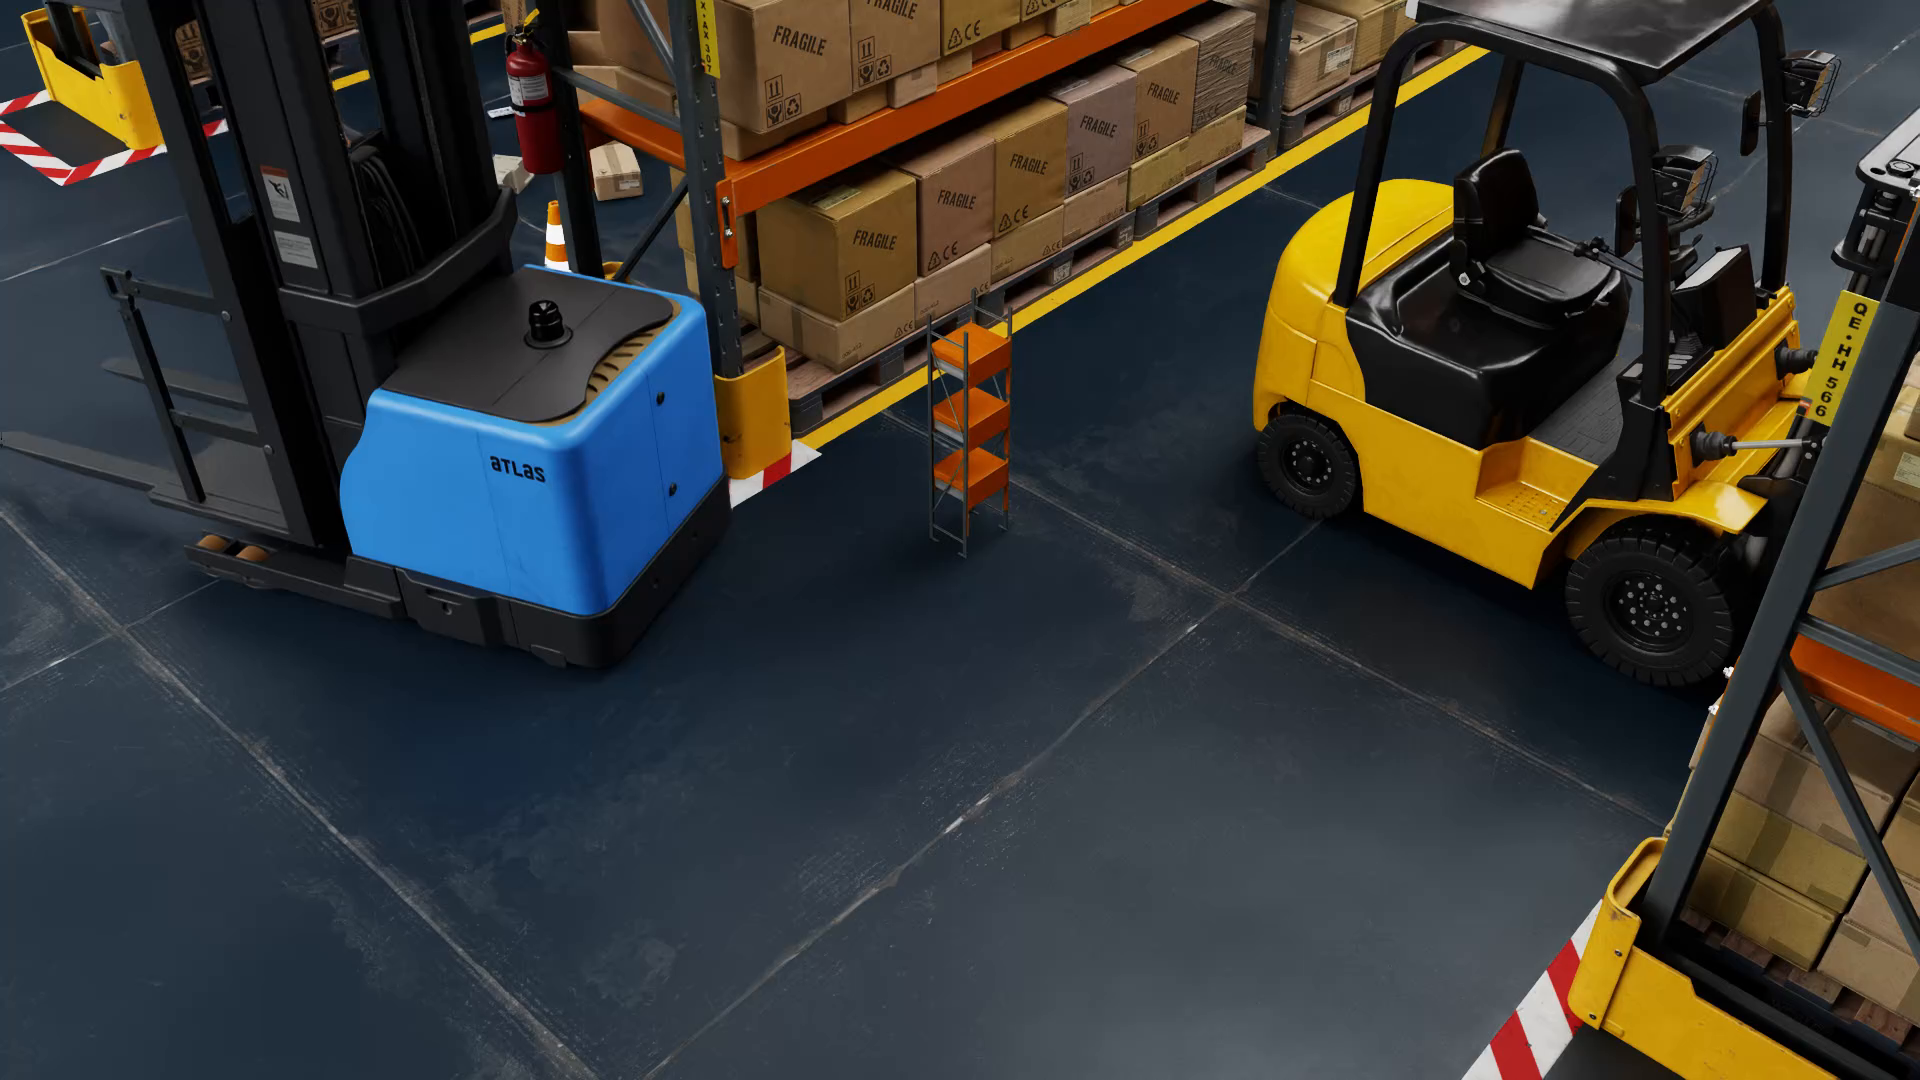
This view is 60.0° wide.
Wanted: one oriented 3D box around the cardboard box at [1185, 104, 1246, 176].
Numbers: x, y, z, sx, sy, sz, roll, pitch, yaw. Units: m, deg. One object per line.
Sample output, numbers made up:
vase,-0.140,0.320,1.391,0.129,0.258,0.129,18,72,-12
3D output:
cardboard box,1.195,-2.244,9.034,0.500,0.250,0.500,-32,48,-34

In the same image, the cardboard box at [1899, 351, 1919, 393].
cardboard box,2.541,-0.320,4.141,0.380,0.149,0.250,30,48,33

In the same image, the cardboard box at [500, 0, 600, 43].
cardboard box,-2.617,-3.451,10.686,0.500,0.500,0.500,-26,45,-29

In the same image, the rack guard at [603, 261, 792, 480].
rack guard,-1.252,-0.759,7.303,1.175,0.500,0.348,30,47,32

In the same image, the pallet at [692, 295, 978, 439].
pallet,-0.678,-1.005,7.844,1.003,0.211,1.213,30,47,32

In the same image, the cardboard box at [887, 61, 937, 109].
cardboard box,-0.318,-1.981,7.033,0.380,0.149,0.250,30,48,32

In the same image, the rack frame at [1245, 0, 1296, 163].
rack frame,1.395,-3.540,8.792,1.000,3.000,0.127,30,47,32

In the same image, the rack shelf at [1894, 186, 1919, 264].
rack shelf,3.712,-1.432,4.308,1.077,0.370,4.000,30,47,32

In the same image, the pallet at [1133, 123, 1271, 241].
pallet,0.968,-2.126,9.253,1.003,0.211,1.213,30,47,32

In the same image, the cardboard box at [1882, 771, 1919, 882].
cardboard box,2.827,0.759,4.454,0.500,0.250,0.500,29,47,31

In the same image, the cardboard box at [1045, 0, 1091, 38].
cardboard box,0.379,-2.460,7.635,0.380,0.149,0.250,30,47,32

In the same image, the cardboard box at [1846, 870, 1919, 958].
cardboard box,2.834,0.967,4.594,0.500,0.250,0.500,31,48,33

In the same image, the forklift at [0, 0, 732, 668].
forklift,-2.496,-1.249,5.966,3.031,2.935,1.130,13,40,16

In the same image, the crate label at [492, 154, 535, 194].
crate label,-2.530,-2.019,9.178,0.250,0.136,0.298,8,39,10

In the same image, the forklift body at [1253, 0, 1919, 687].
forklift body,2.296,-0.925,6.185,2.313,2.155,1.214,30,47,32

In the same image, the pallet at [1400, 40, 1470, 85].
pallet,2.742,-3.370,10.819,1.003,0.211,1.213,30,47,32

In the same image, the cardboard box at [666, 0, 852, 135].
cardboard box,-0.779,-1.959,6.485,0.500,0.500,0.500,29,47,31

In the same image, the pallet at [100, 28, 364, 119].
pallet,-4.544,-3.043,10.408,1.003,0.211,1.213,30,47,32

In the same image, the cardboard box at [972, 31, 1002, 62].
cardboard box,-0.034,-2.260,7.384,0.380,0.149,0.250,31,48,33

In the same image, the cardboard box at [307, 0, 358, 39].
cardboard box,-4.025,-3.812,10.503,0.875,0.875,0.875,29,47,31

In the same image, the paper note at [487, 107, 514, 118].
paper note,-2.742,-2.560,9.947,0.142,0.017,0.144,-18,42,-21

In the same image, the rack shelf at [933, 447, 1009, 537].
rack shelf,0.036,-0.210,6.634,0.215,0.259,0.240,30,47,32

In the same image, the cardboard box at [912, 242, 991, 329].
cardboard box,-0.205,-1.277,7.817,0.500,0.250,0.500,31,48,33

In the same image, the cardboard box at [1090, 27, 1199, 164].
cardboard box,0.852,-2.303,8.506,0.500,0.500,0.500,31,48,33

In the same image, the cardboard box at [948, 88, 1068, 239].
cardboard box,0.155,-1.819,7.897,0.500,0.500,0.500,31,48,33

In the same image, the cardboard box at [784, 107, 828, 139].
cardboard box,-0.762,-1.796,6.800,0.380,0.149,0.250,30,48,32

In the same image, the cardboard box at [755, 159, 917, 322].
cardboard box,-0.539,-1.350,7.307,0.500,0.500,0.500,28,46,31

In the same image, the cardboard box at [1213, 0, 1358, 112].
cardboard box,1.747,-2.918,9.784,0.950,0.372,0.625,30,47,32

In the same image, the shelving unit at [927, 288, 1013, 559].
shelving unit,0.036,-0.435,6.454,0.215,1.050,0.252,30,47,32

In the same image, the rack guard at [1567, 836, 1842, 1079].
rack guard,2.347,1.369,4.626,1.175,0.500,0.348,30,47,32

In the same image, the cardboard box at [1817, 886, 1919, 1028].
cardboard box,2.839,1.148,4.768,0.500,0.250,0.500,30,47,32

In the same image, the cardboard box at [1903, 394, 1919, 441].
cardboard box,2.449,-0.283,3.855,0.380,0.149,0.250,30,47,32

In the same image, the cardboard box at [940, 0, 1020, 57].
cardboard box,-0.089,-2.433,7.081,0.500,0.500,0.500,29,47,31

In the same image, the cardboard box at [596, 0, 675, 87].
cardboard box,-1.141,-2.223,6.817,0.500,0.500,0.500,29,47,31

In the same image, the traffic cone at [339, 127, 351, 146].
traffic cone,-3.619,-2.390,9.383,0.336,0.463,0.334,30,47,32

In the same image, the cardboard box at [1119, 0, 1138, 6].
cardboard box,0.720,-2.698,7.935,0.380,0.149,0.250,29,47,31

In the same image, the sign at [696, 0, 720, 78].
sign,-0.903,-1.814,5.925,0.100,0.325,0.005,30,47,32

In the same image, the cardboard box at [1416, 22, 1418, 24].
cardboard box,2.698,-3.570,10.604,0.950,0.372,0.625,31,48,33

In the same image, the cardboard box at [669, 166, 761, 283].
cardboard box,-0.955,-1.562,7.573,0.500,0.500,0.500,30,47,32

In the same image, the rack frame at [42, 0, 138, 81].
rack frame,-5.025,-3.735,9.037,1.000,3.000,0.127,30,47,32

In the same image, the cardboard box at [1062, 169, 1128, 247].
cardboard box,0.496,-1.764,8.430,0.500,0.250,0.500,30,48,32

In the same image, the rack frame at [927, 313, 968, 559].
rack frame,-0.046,-0.379,6.384,0.200,1.050,0.008,30,47,32
